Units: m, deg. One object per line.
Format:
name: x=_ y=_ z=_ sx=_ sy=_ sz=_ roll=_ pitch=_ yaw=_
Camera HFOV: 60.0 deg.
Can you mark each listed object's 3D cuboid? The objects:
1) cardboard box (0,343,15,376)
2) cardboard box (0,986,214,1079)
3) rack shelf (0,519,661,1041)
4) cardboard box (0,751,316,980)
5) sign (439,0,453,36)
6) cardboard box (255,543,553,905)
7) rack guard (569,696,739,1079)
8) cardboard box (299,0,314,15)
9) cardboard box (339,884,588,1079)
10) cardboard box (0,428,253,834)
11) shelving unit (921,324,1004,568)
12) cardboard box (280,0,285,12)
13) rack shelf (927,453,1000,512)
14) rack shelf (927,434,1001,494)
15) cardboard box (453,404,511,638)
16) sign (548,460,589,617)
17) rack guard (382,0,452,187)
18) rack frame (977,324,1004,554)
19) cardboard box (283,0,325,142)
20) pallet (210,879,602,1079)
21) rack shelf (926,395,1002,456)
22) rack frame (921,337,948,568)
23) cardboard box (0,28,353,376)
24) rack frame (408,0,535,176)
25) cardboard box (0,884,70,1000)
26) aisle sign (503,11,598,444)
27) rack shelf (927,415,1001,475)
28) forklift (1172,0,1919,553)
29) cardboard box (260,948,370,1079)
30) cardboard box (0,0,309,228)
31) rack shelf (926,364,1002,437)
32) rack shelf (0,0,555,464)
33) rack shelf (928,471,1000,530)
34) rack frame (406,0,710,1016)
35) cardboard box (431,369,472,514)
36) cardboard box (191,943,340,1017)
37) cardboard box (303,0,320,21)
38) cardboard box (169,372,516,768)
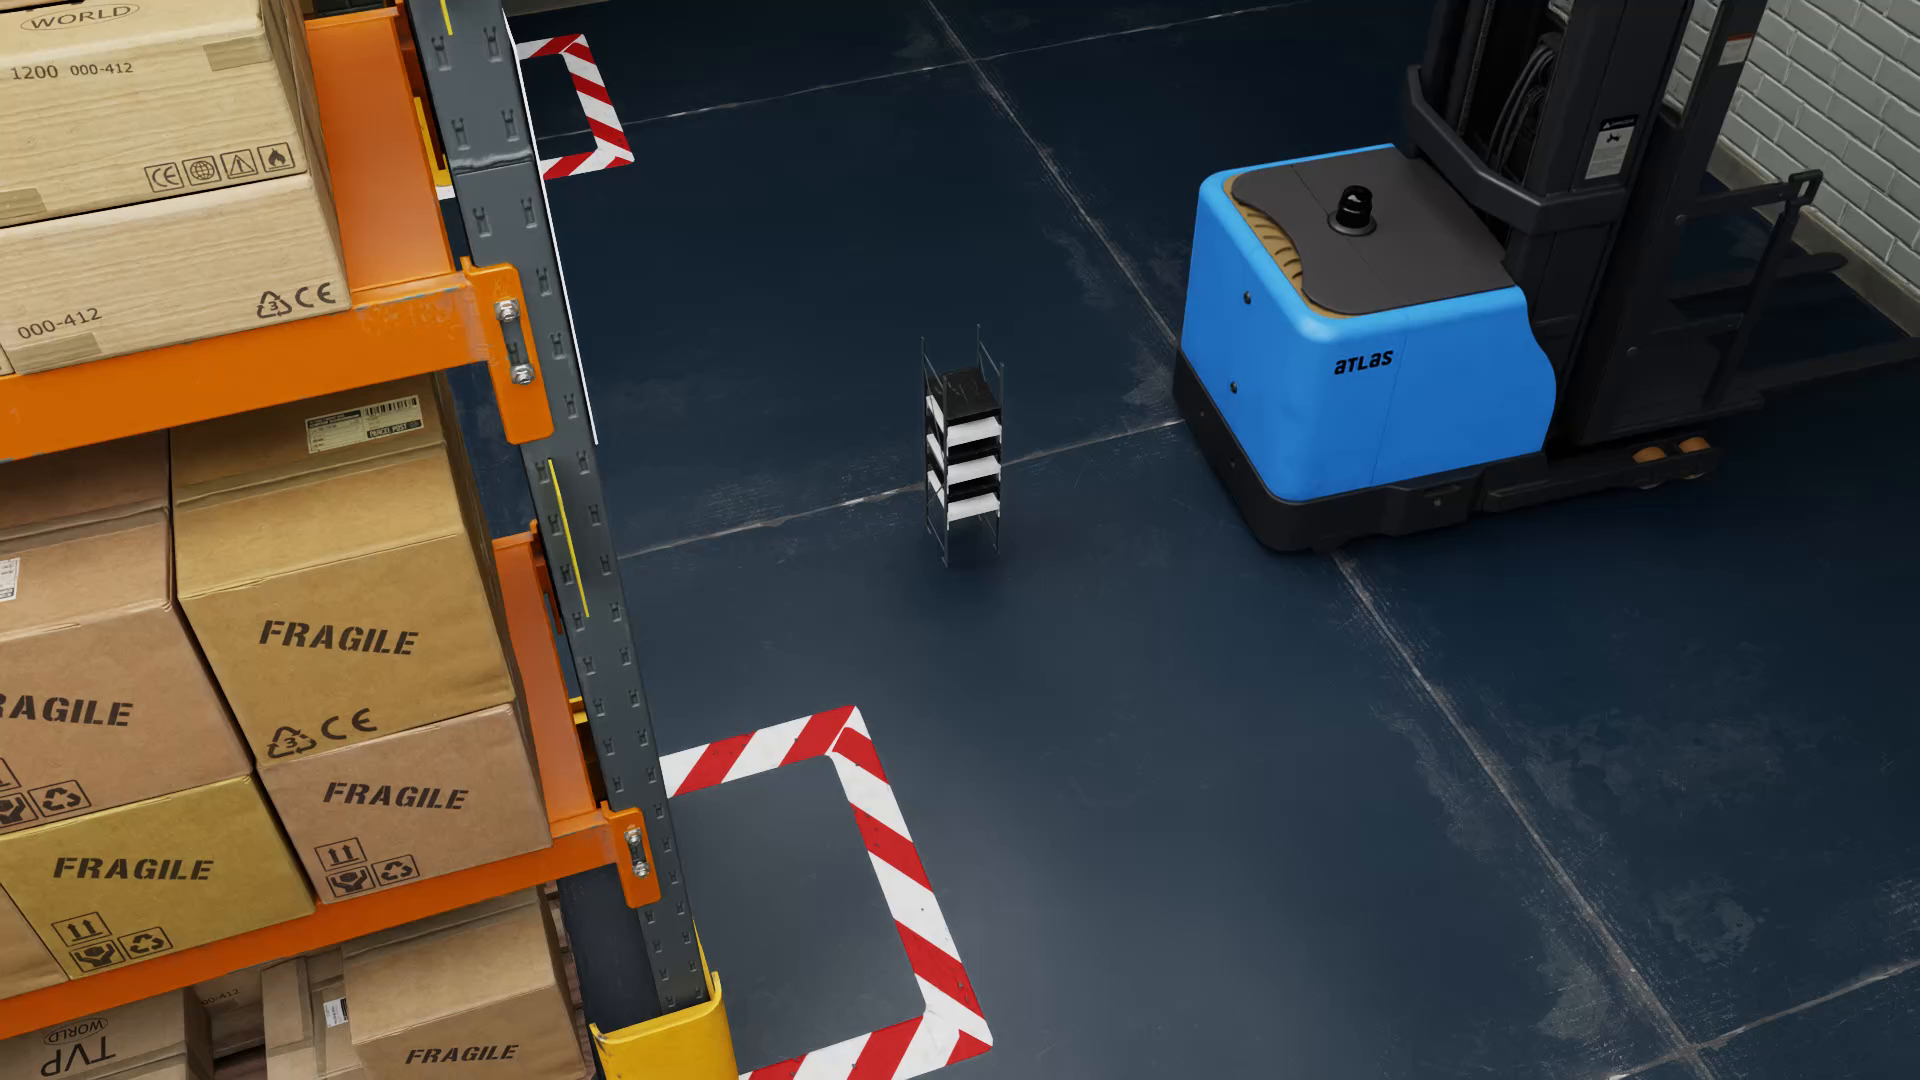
cardboard box: x=-1.764 y=-0.447 z=2.566 sx=0.500 sy=0.250 sz=0.500 roll=-14 pitch=47 yaw=-14
cardboard box: x=-2.227 y=1.465 z=4.302 sx=0.500 sy=0.250 sz=0.500 roll=-14 pitch=47 yaw=-14
rack shelf: x=-2.777 y=0.882 z=3.762 sx=4.000 sy=0.370 sz=1.077 roll=-14 pitch=47 yaw=-14
cardboard box: x=-1.712 y=0.527 z=3.536 sx=0.500 sy=0.500 sz=0.500 roll=-14 pitch=47 yaw=-14
sign: x=-0.726 y=-0.850 z=2.237 sx=0.005 sy=0.325 sz=0.100 roll=-14 pitch=47 yaw=-14
cardboard box: x=-1.225 y=0.400 z=3.663 sx=0.500 sy=0.500 sz=0.500 roll=-13 pitch=47 yaw=-13
rack guard: x=-0.967 y=1.047 z=4.853 sx=0.348 sy=0.500 sz=1.175 roll=-14 pitch=47 yaw=-14
cardboard box: x=-3.156 y=-2.576 z=7.710 sx=0.250 sy=0.149 sz=0.380 roll=-14 pitch=47 yaw=-14
cardboard box: x=-1.324 y=1.169 z=4.422 sx=0.500 sy=0.500 sz=0.500 roll=-14 pitch=47 yaw=-14
cardboard box: x=-1.696 y=0.171 z=3.186 sx=0.500 sy=0.500 sz=0.500 roll=-13 pitch=47 yaw=-13
shelving unit: x=0.008 y=-0.320 z=5.933 sx=0.210 sy=0.900 sz=0.258 roll=-14 pitch=47 yaw=-14
cardboard box: x=-1.468 y=-1.086 z=2.849 sx=0.500 sy=0.250 sz=0.500 roll=-14 pitch=47 yaw=-14
rack shelf: x=0.008 y=-0.233 z=6.021 sx=0.200 sy=0.077 sz=0.258 roll=-14 pitch=47 yaw=-14
rack shelf: x=0.008 y=-0.296 z=5.957 sx=0.200 sy=0.077 sz=0.258 roll=-14 pitch=47 yaw=-14
cardboard box: x=-1.403 y=0.042 z=4.019 sx=0.500 sy=0.500 sz=0.500 roll=-13 pitch=47 yaw=-13
sign: x=-0.726 y=0.001 z=3.091 sx=0.005 sy=0.325 sz=0.100 roll=-14 pitch=47 yaw=-14
rack guard: x=-2.559 y=-2.276 z=8.165 sx=0.348 sy=0.500 sz=1.175 roll=-14 pitch=47 yaw=-14
rack frame: x=0.103 y=-0.344 z=5.958 sx=0.006 sy=0.900 sz=0.240 roll=-14 pitch=47 yaw=-14
cardboard box: x=-1.465 y=-0.905 z=3.022 sx=0.500 sy=0.250 sz=0.500 roll=-14 pitch=47 yaw=-14
pallet: x=-1.717 y=1.342 z=4.764 sx=1.213 sy=0.211 sz=1.003 roll=-14 pitch=47 yaw=-14
rack shelf: x=0.008 y=-0.423 z=5.829 sx=0.200 sy=0.077 sz=0.258 roll=-14 pitch=47 yaw=-14
rack frame: x=-0.088 y=-0.295 z=5.909 sx=0.006 sy=0.900 sz=0.240 roll=-14 pitch=47 yaw=-14
cardboard box: x=-1.290 y=-0.560 z=2.679 sx=0.500 sy=0.250 sz=0.500 roll=-14 pitch=47 yaw=-14
rack frame: x=-0.896 y=-1.971 z=1.861 sx=0.127 sy=3.000 sz=1.000 roll=-14 pitch=47 yaw=-14
cardboard box: x=-2.183 y=0.644 z=3.420 sx=0.500 sy=0.500 sz=0.500 roll=-14 pitch=47 yaw=-14
aisle sign: x=-0.728 y=-0.583 z=2.878 sx=0.004 sy=0.787 sz=0.394 roll=-14 pitch=47 yaw=-14
rack shelf: x=0.008 y=-0.360 z=5.893 sx=0.200 sy=0.077 sz=0.258 roll=-14 pitch=47 yaw=-14
forklift: x=2.435 y=-1.581 z=5.756 sx=3.031 sy=2.935 sz=1.130 roll=-12 pitch=46 yaw=-11
cardboard box: x=-1.735 y=1.324 z=4.503 sx=0.250 sy=0.166 sz=0.380 roll=-14 pitch=47 yaw=-14
cardboard box: x=-1.293 y=-0.742 z=2.507 sx=0.500 sy=0.250 sz=0.500 roll=-14 pitch=47 yaw=-14
rack shelf: x=0.008 y=-0.487 z=5.766 sx=0.200 sy=0.077 sz=0.258 roll=-14 pitch=47 yaw=-14
rack shelf: x=-2.777 y=-0.177 z=2.699 sx=4.000 sy=0.370 sz=1.077 roll=-14 pitch=47 yaw=-14
rack shelf: x=0.008 y=-0.169 z=6.084 sx=0.200 sy=0.077 sz=0.258 roll=-14 pitch=47 yaw=-14
rack frame: x=-0.896 y=0.147 z=3.986 sx=0.127 sy=3.000 sz=1.000 roll=-14 pitch=47 yaw=-14
cardboard box: x=-1.403 y=-0.311 z=3.665 sx=0.500 sy=0.500 sz=0.500 roll=-13 pitch=47 yaw=-13
cardboard box: x=-1.974 y=1.024 z=4.742 sx=0.500 sy=0.250 sz=0.500 roll=-14 pitch=47 yaw=-14
cardboard box: x=-3.206 y=-2.184 z=7.777 sx=0.500 sy=0.500 sz=0.700 roll=-14 pitch=47 yaw=-14
cardboard box: x=-1.221 y=0.049 z=3.307 sx=0.500 sy=0.500 sz=0.500 roll=-15 pitch=47 yaw=-14
